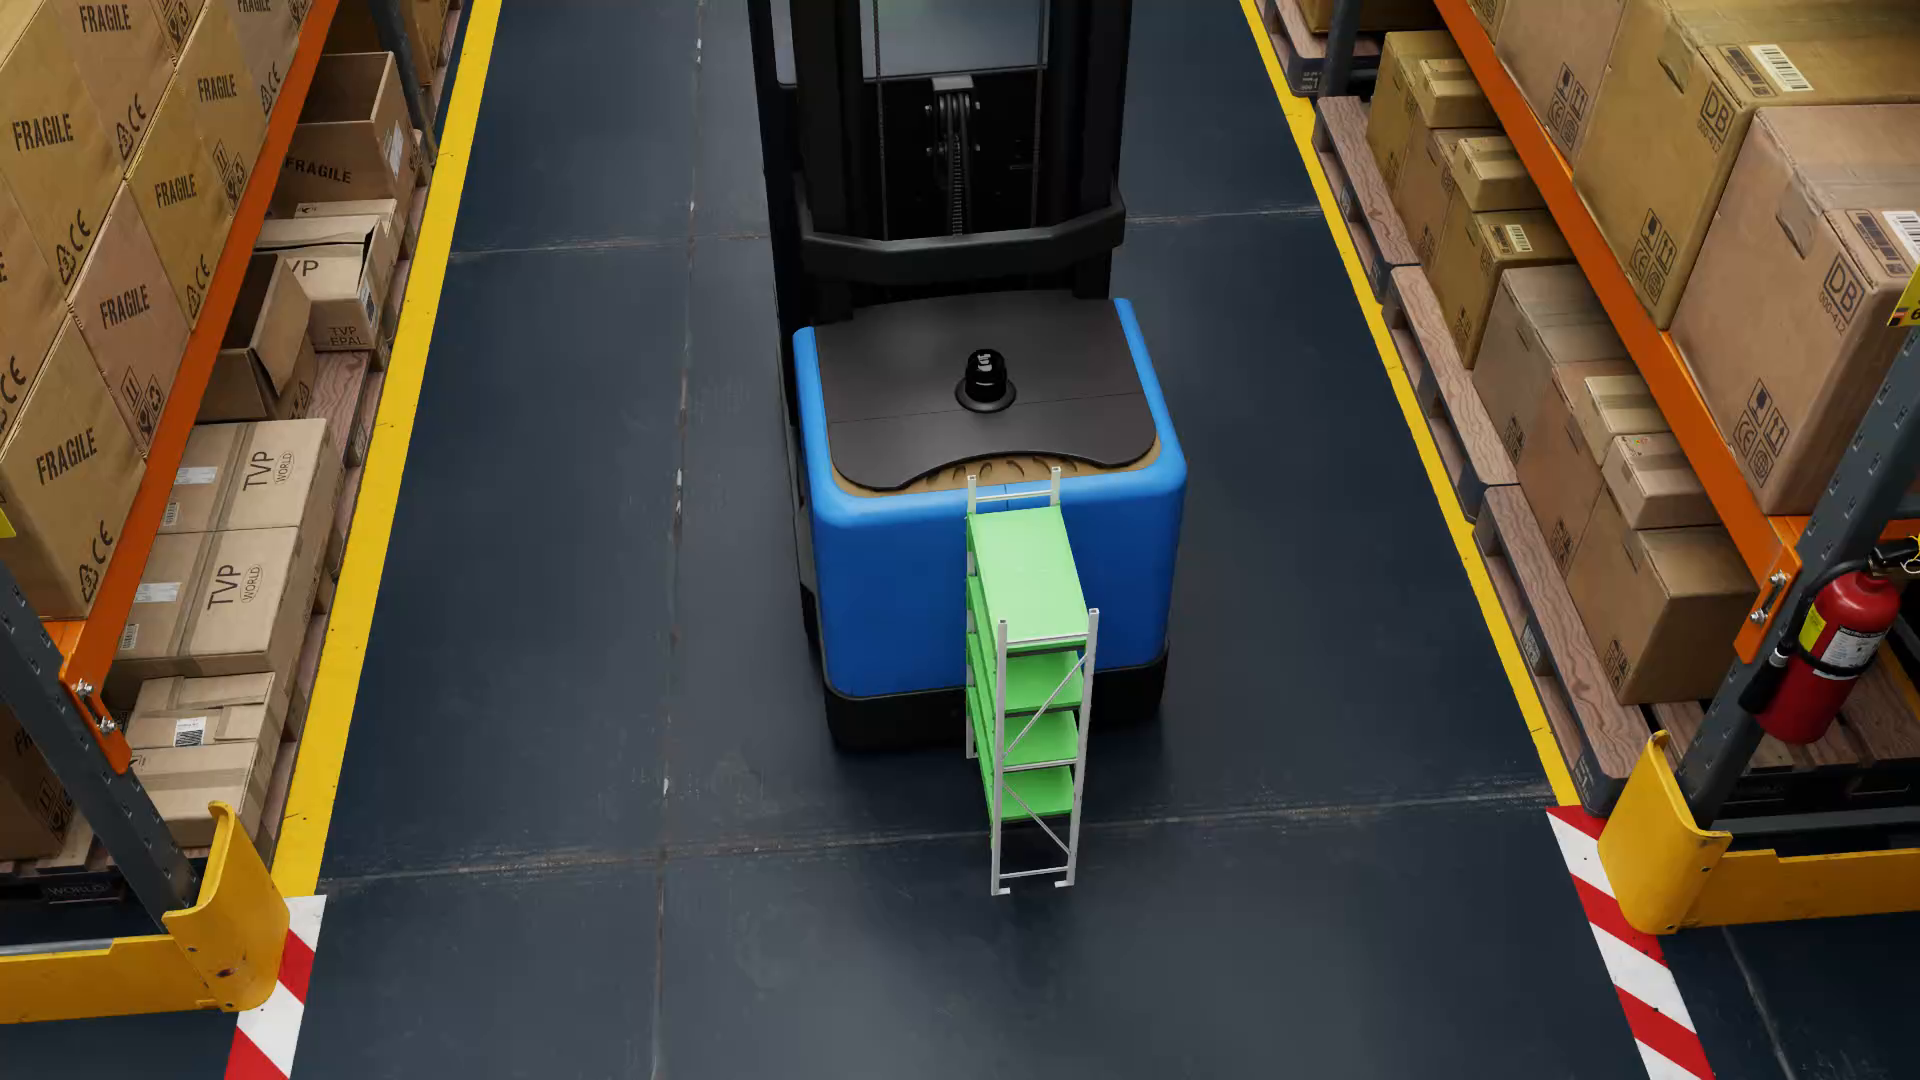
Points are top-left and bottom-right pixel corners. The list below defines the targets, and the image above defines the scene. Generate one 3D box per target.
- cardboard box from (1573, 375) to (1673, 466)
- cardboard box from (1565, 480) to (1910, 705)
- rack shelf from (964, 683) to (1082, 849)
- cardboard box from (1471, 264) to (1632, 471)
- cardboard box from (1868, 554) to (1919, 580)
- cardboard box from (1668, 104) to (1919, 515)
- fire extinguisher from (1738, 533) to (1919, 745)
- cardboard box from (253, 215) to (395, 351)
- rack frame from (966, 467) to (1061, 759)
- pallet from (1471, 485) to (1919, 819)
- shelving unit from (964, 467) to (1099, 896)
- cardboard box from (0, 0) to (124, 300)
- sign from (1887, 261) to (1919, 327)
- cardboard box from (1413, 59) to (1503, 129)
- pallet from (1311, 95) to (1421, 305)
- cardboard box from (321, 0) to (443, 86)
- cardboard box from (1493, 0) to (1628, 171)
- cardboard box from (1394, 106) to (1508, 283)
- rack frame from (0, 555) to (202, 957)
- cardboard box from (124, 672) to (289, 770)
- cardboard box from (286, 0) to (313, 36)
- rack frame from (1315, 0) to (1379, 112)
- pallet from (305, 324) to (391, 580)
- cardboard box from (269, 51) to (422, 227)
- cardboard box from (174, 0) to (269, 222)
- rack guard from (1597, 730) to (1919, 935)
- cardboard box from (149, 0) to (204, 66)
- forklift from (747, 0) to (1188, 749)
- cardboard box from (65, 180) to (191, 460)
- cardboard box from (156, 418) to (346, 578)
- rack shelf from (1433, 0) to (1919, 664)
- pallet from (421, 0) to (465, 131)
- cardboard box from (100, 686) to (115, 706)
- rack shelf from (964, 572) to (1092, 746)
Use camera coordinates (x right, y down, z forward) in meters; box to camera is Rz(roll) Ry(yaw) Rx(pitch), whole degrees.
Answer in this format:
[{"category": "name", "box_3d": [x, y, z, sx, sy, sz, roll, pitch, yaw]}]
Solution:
[{"category": "cardboard box", "box_3d": [2.090, -0.365, 5.015, 0.380, 0.149, 0.250, -2, 47, -2]}, {"category": "cardboard box", "box_3d": [2.304, 0.125, 4.998, 0.700, 0.500, 0.500, -3, 47, -3]}, {"category": "rack shelf", "box_3d": [0.174, 0.626, 4.749, 0.258, 0.148, 0.480, -6, 47, -6]}, {"category": "cardboard box", "box_3d": [2.220, -0.601, 5.685, 0.700, 0.500, 0.500, -5, 47, -5]}, {"category": "cardboard box", "box_3d": [2.514, -0.020, 4.688, 0.380, 0.149, 0.250, -3, 47, -3]}, {"category": "cardboard box", "box_3d": [2.410, -0.561, 4.009, 0.980, 0.700, 0.700, -2, 47, -1]}, {"category": "fire extinguisher", "box_3d": [2.015, 0.202, 3.803, 0.296, 0.674, 0.183, -3, 47, -3]}, {"category": "cardboard box", "box_3d": [-2.415, -0.969, 6.151, 0.500, 0.311, 0.500, -3, 47, -3]}, {"category": "rack frame", "box_3d": [0.139, 0.242, 4.695, 0.240, 1.200, 0.015, -6, 47, -6]}, {"category": "pallet", "box_3d": [2.318, 0.295, 5.325, 1.003, 0.211, 1.213, -3, 47, -3]}, {"category": "shelving unit", "box_3d": [0.174, 0.417, 4.529, 0.258, 1.200, 0.503, -6, 47, -6]}, {"category": "cardboard box", "box_3d": [-2.299, -0.879, 3.759, 0.500, 0.500, 0.500, -3, 47, -3]}, {"category": "sign", "box_3d": [1.921, -0.546, 3.241, 0.100, 0.325, 0.005, -3, 47, -3]}, {"category": "cardboard box", "box_3d": [1.935, -1.685, 6.266, 0.380, 0.149, 0.250, -2, 47, -2]}, {"category": "pallet", "box_3d": [2.113, -1.470, 6.997, 1.003, 0.211, 1.213, -3, 47, -3]}, {"category": "cardboard box", "box_3d": [-2.606, -2.336, 7.316, 0.500, 0.500, 0.500, -5, 47, -5]}, {"category": "cardboard box", "box_3d": [2.283, -1.639, 5.030, 0.980, 0.700, 0.700, -6, 47, -5]}, {"category": "cardboard box", "box_3d": [2.127, -1.358, 6.402, 0.700, 0.500, 0.500, -4, 47, -4]}, {"category": "rack frame", "box_3d": [-2.473, 0.214, 3.481, 1.000, 3.000, 0.127, -3, 47, -3]}, {"category": "cardboard box", "box_3d": [-2.187, 0.532, 4.828, 0.380, 0.166, 0.250, -3, 47, -3]}, {"category": "cardboard box", "box_3d": [-2.466, -1.995, 5.505, 0.500, 0.500, 0.500, -2, 47, -2]}, {"category": "rack frame", "box_3d": [2.128, -2.984, 6.510, 1.000, 3.000, 0.127, -3, 47, -3]}, {"category": "pallet", "box_3d": [-2.647, -0.339, 5.926, 1.003, 0.211, 1.213, -3, 47, -3]}, {"category": "cardboard box", "box_3d": [-2.478, -1.577, 6.596, 0.500, 0.500, 0.500, -3, 47, -3]}, {"category": "cardboard box", "box_3d": [-2.376, -1.255, 4.804, 0.500, 0.500, 0.500, -3, 47, -3]}, {"category": "rack guard", "box_3d": [2.465, 0.787, 4.660, 1.175, 0.500, 0.348, -3, 47, -3]}, {"category": "cardboard box", "box_3d": [-2.380, -1.609, 4.450, 0.500, 0.500, 0.500, -4, 47, -4]}, {"category": "forklift", "box_3d": [-0.090, -1.457, 5.111, 1.130, 2.935, 3.031, -6, 47, -6]}, {"category": "cardboard box", "box_3d": [-2.296, -0.530, 4.117, 0.500, 0.500, 0.500, -4, 47, -4]}, {"category": "cardboard box", "box_3d": [-2.320, -0.126, 5.394, 0.500, 0.250, 0.500, -3, 47, -3]}, {"category": "rack shelf", "box_3d": [2.295, -1.289, 5.401, 1.077, 0.370, 4.000, -3, 47, -3]}, {"category": "pallet", "box_3d": [-2.914, -2.307, 7.790, 1.003, 0.211, 1.213, -3, 47, -3]}, {"category": "cardboard box", "box_3d": [-2.709, 0.360, 4.991, 0.380, 0.166, 0.250, -3, 47, -3]}, {"category": "rack shelf", "box_3d": [0.174, 0.296, 4.401, 0.258, 0.148, 0.480, -6, 47, -6]}]
